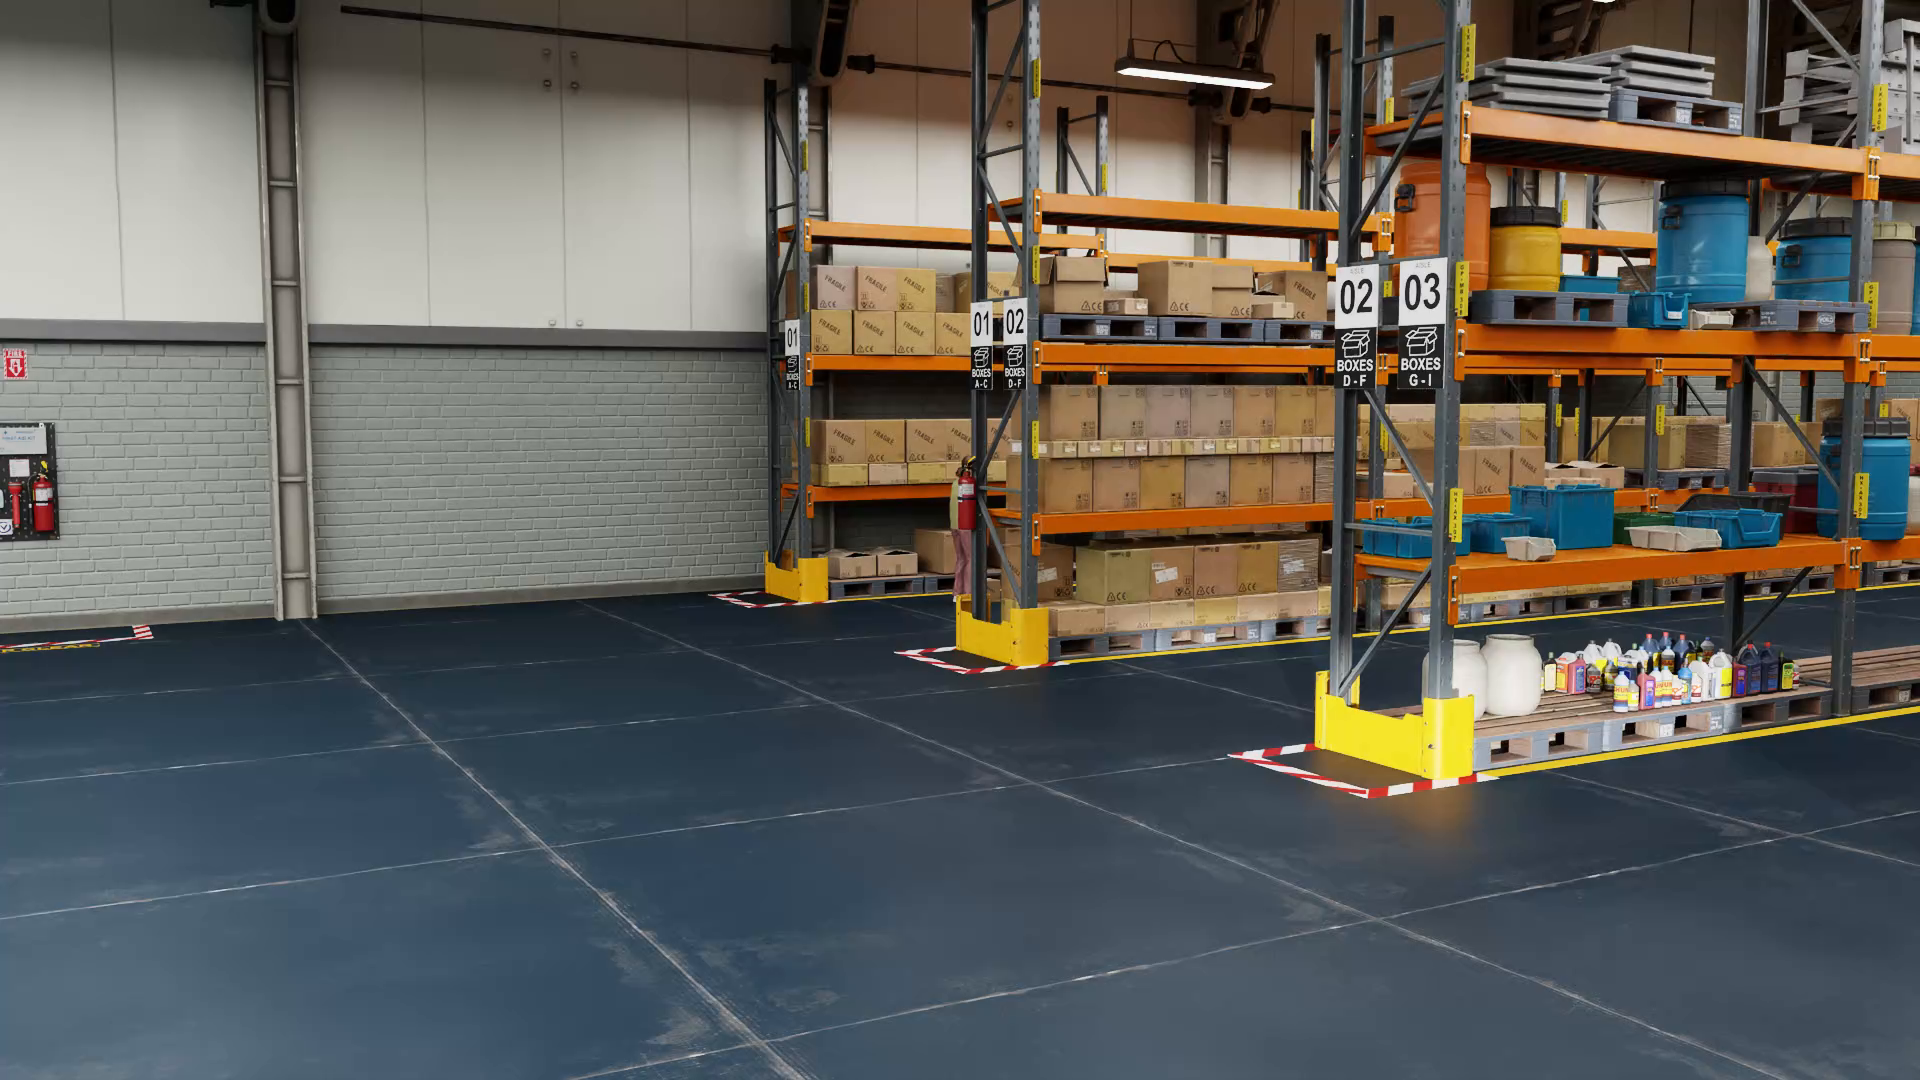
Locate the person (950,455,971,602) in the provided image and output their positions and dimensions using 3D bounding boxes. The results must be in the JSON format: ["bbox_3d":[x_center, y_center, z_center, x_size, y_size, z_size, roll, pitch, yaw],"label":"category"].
[{"bbox_3d":[0.081,-0.120,18.802,0.359,1.673,0.499,-3,6,-28],"label":"person"}]
